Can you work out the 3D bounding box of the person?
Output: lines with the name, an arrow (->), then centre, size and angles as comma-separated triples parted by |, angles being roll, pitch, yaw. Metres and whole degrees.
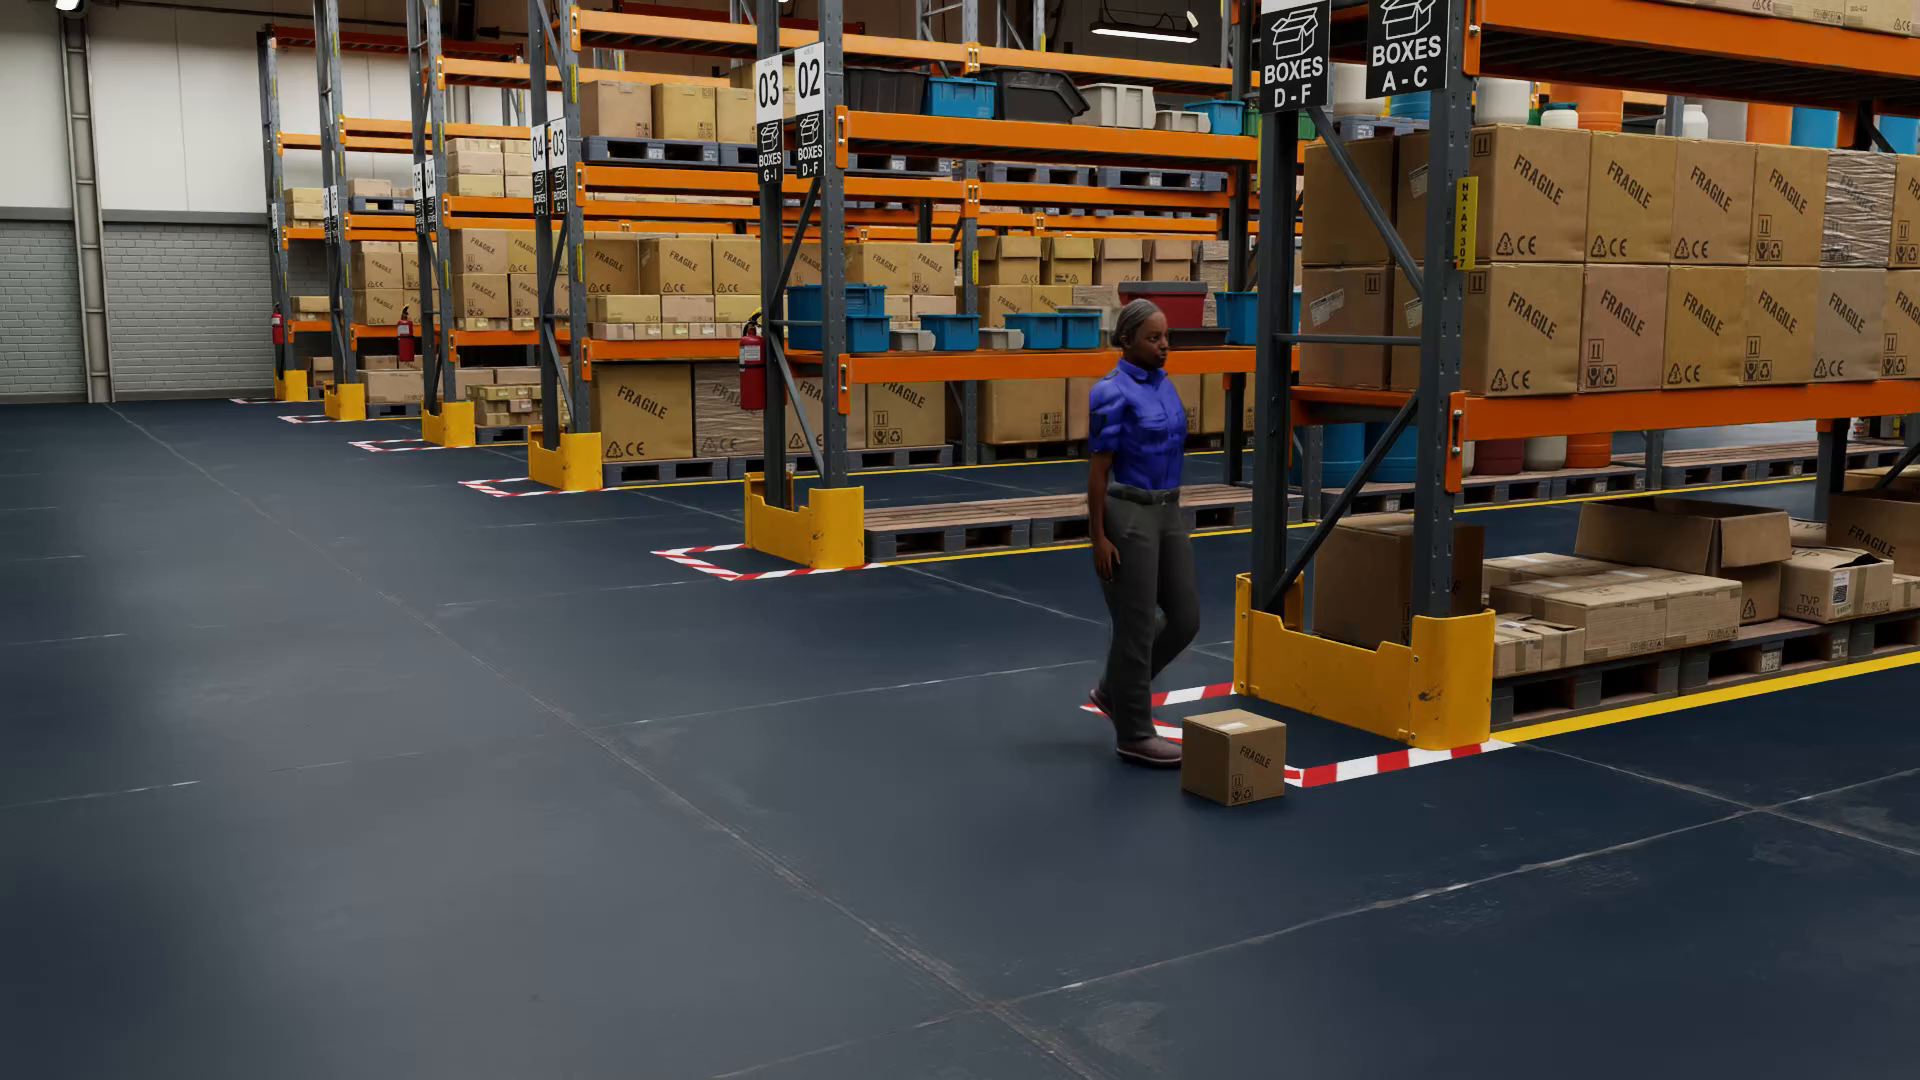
person -> 0.633, -0.026, 5.992 | 0.505, 1.673, 0.463 | 6, 10, 38
